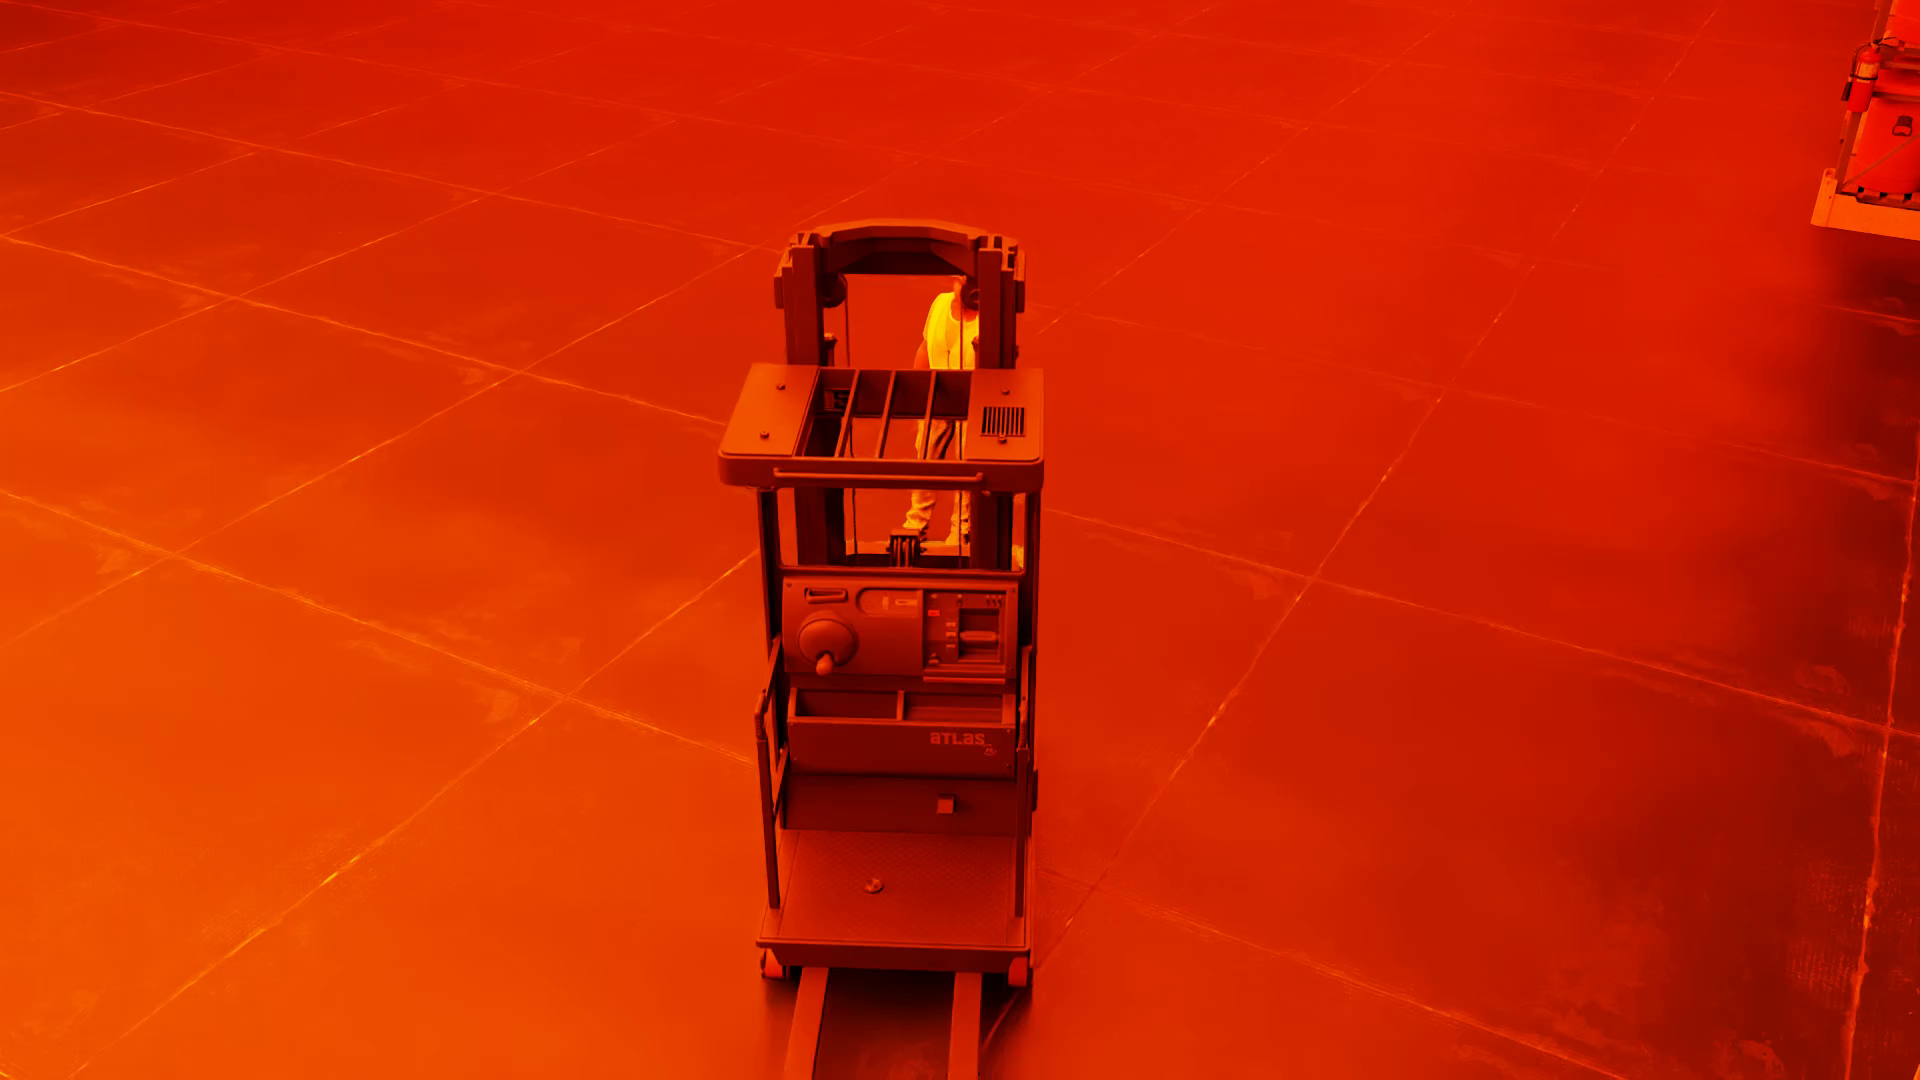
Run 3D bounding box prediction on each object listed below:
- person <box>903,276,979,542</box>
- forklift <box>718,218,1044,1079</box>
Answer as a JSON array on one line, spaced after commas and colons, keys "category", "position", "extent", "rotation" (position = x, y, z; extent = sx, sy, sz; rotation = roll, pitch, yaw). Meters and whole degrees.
[{"category": "person", "position": [-0.042, -0.750, 9.503], "extent": [0.656, 1.782, 0.577], "rotation": [15, 33, 25]}, {"category": "forklift", "position": [-0.244, 0.396, 6.384], "extent": [1.130, 2.935, 3.031], "rotation": [1, 30, 2]}]
